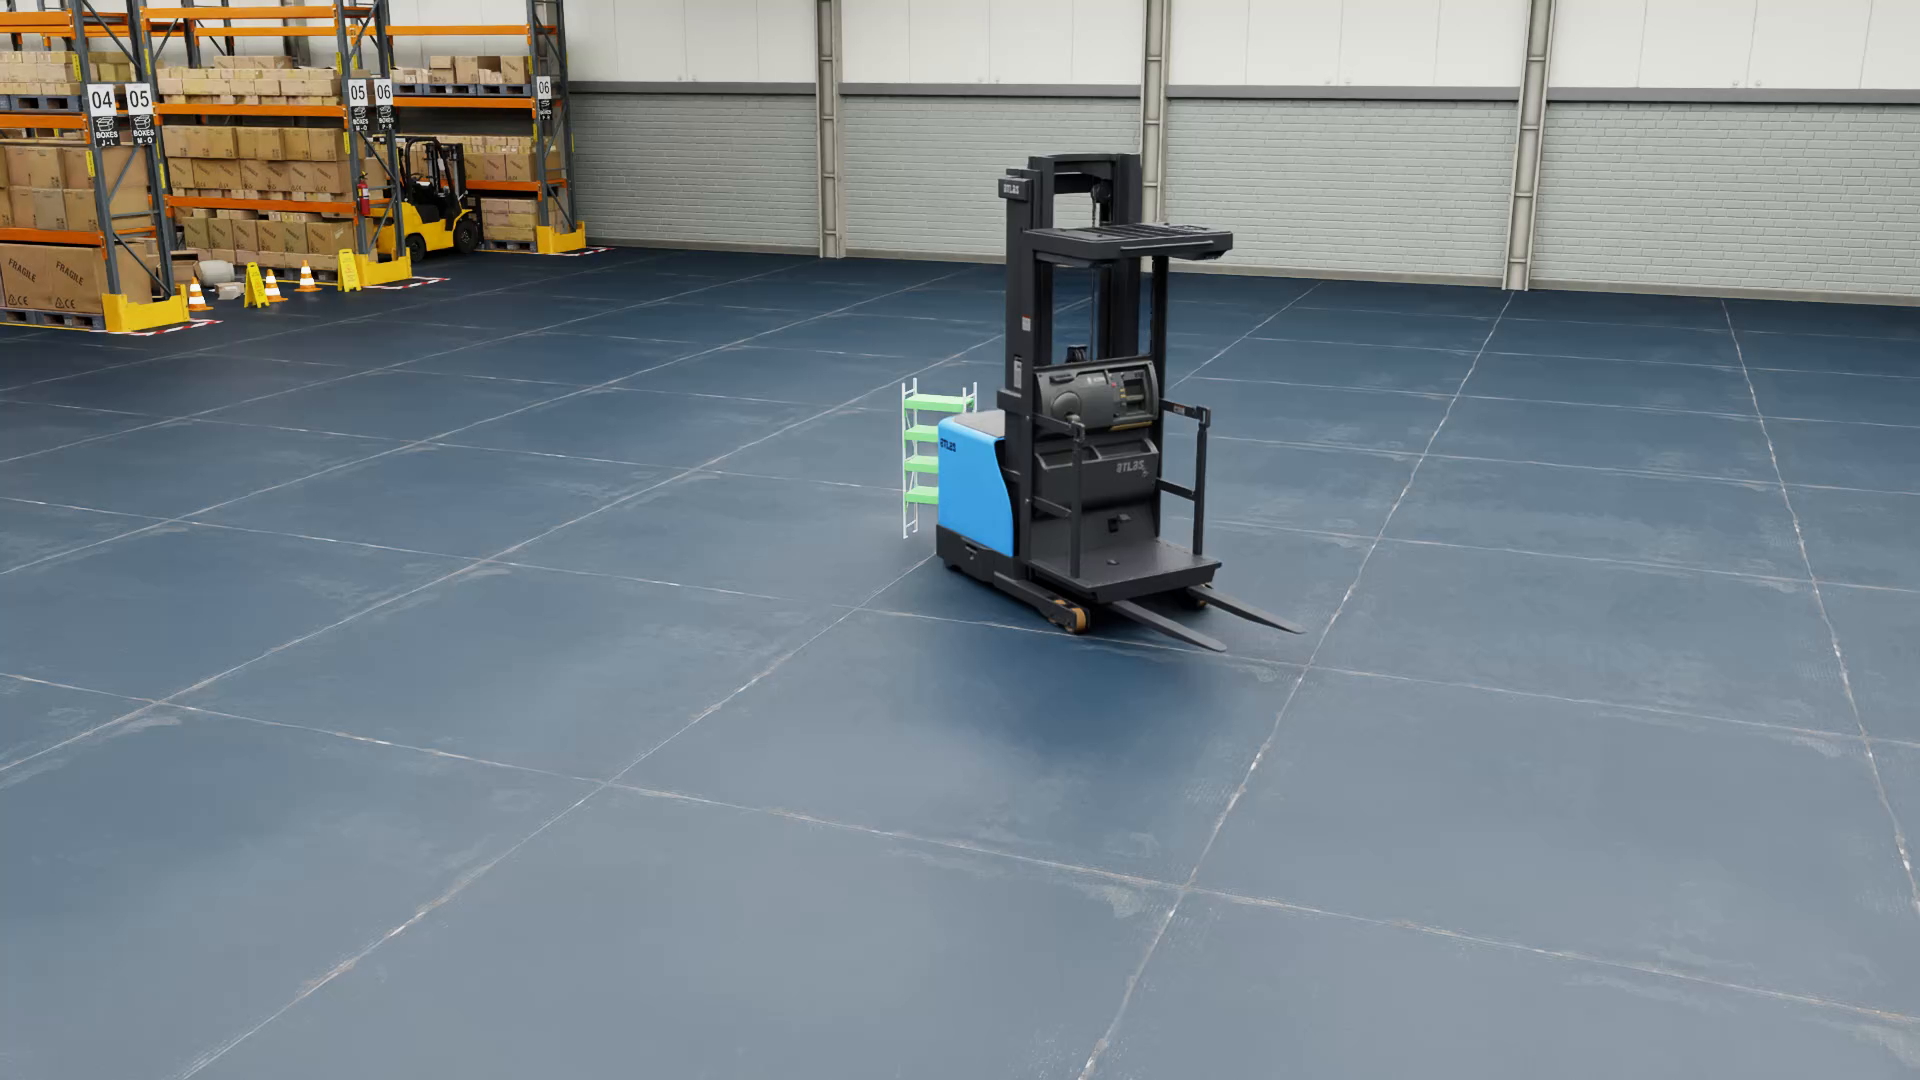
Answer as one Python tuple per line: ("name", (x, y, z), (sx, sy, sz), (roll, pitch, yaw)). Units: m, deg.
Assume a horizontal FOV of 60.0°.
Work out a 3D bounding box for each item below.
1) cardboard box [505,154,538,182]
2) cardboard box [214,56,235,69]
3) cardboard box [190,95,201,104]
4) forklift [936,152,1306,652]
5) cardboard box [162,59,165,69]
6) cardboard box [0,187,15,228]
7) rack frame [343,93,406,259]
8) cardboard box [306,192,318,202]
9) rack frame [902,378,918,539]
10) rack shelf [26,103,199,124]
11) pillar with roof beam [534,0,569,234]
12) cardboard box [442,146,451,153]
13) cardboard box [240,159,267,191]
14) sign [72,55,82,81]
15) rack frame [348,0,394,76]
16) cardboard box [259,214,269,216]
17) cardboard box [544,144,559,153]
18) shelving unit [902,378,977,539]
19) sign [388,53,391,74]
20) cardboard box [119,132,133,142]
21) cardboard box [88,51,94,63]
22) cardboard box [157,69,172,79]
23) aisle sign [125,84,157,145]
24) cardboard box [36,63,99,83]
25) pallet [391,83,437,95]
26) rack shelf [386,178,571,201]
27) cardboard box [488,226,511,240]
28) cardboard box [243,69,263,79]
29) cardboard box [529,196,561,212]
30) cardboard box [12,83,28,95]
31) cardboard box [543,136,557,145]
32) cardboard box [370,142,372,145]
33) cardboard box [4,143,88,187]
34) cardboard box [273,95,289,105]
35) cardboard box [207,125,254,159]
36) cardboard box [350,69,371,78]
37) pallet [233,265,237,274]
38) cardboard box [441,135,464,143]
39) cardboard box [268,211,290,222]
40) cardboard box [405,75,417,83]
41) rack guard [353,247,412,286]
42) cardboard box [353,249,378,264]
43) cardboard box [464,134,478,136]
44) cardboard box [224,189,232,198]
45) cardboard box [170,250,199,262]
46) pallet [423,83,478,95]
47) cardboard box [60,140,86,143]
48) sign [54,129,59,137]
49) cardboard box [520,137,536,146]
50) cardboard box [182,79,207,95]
("cardboard box", (-8.158, -6.996, 31.212), (0.500, 0.500, 0.500), (6, 17, 19))
("cardboard box", (-14.462, -9.385, 33.129), (0.500, 0.500, 0.500), (6, 17, 21))
("cardboard box", (-12.449, -7.274, 27.418), (0.250, 0.149, 0.380), (6, 17, 21))
("forklift", (1.017, -0.958, 10.717), (1.130, 2.935, 3.031), (-10, 19, -30))
("cardboard box", (-14.007, -8.110, 28.466), (0.500, 0.250, 0.500), (6, 17, 19))
("cardboard box", (-13.009, -4.666, 23.097), (0.500, 0.550, 0.875), (6, 17, 21))
("rack frame", (-9.422, -5.678, 26.852), (0.127, 3.000, 1.000), (6, 17, 21))
("cardboard box", (-10.355, -5.569, 26.927), (0.250, 0.149, 0.380), (6, 17, 20))
("rack frame", (-0.381, -0.618, 12.651), (0.015, 1.200, 0.240), (6, 17, 21))
("rack shelf", (-15.003, -7.387, 28.648), (4.000, 0.370, 1.077), (6, 17, 21))
("pillar with roof beam", (-9.501, -9.035, 27.656), (0.400, 9.000, 9.100), (6, 17, 21))
("cardboard box", (-9.694, -7.470, 31.683), (0.250, 0.149, 0.380), (6, 17, 19))
("cardboard box", (-11.421, -6.014, 27.297), (0.500, 0.500, 0.500), (6, 17, 21))
("sign", (-11.356, -6.072, 21.384), (0.005, 0.325, 0.100), (6, 17, 21))
("rack frame", (-11.325, -10.256, 31.861), (0.127, 3.000, 1.000), (6, 17, 21))
("cardboard box", (-12.020, -5.286, 28.335), (0.500, 0.500, 0.500), (7, 17, 22))
("cardboard box", (-7.825, -7.427, 31.534), (0.250, 0.149, 0.380), (6, 17, 19))
("shelving unit", (-0.154, -0.593, 12.565), (0.503, 1.200, 0.258), (6, 17, 21))
("sign", (-9.223, -7.679, 26.797), (0.005, 0.325, 0.100), (6, 17, 21))
("cardboard box", (-14.301, -6.847, 28.249), (0.250, 0.149, 0.380), (6, 17, 19))
("cardboard box", (-11.571, -6.479, 22.318), (0.250, 0.149, 0.380), (6, 17, 21))
("cardboard box", (-12.970, -7.673, 27.364), (0.250, 0.149, 0.380), (6, 17, 20))
("aisle sign", (-10.968, -5.703, 22.275), (0.004, 0.787, 0.394), (6, 17, 21))
("cardboard box", (-11.702, -6.122, 21.806), (0.500, 0.250, 0.500), (7, 17, 21))
("pallet", (-10.522, -8.692, 32.014), (1.213, 0.211, 1.003), (6, 17, 21))
("rack shelf", (-9.465, -6.825, 32.093), (4.000, 0.370, 1.077), (6, 17, 21))
("cardboard box", (-8.616, -5.866, 31.679), (0.500, 0.250, 0.500), (6, 17, 21))
("cardboard box", (-11.284, -7.487, 26.723), (0.250, 0.149, 0.380), (7, 18, 22))
("cardboard box", (-7.982, -6.425, 31.811), (0.500, 0.250, 0.500), (6, 17, 20))
("cardboard box", (-12.286, -5.978, 22.022), (0.250, 0.149, 0.380), (6, 17, 21))
("cardboard box", (-7.838, -7.558, 31.451), (0.250, 0.149, 0.380), (6, 17, 20))
("cardboard box", (-11.724, -7.712, 32.515), (0.250, 0.149, 0.380), (7, 18, 23))
("cardboard box", (-12.492, -5.147, 22.818), (0.550, 0.550, 0.875), (6, 17, 21))
("cardboard box", (-10.795, -7.071, 26.721), (0.250, 0.149, 0.380), (6, 17, 20))
("cardboard box", (-11.889, -6.541, 27.317), (0.500, 0.500, 0.700), (6, 17, 19))
("cardboard box", (-9.678, -7.470, 26.665), (0.250, 0.149, 0.380), (6, 17, 20))
("pallet", (-12.505, -4.689, 28.445), (1.213, 0.211, 1.003), (6, 17, 21))
("cardboard box", (-9.672, -7.636, 31.719), (0.250, 0.149, 0.380), (6, 17, 21))
("cardboard box", (-11.106, -5.319, 27.286), (0.250, 0.149, 0.380), (7, 18, 23))
("cardboard box", (-10.304, -8.741, 31.541), (0.250, 0.149, 0.380), (7, 18, 22))
("rack guard", (-9.493, -4.485, 27.227), (0.348, 0.500, 1.175), (6, 17, 21))
("cardboard box", (-10.071, -4.713, 27.708), (0.500, 0.250, 0.500), (6, 17, 20))
("cardboard box", (-9.514, -7.750, 32.111), (0.250, 0.149, 0.380), (7, 18, 22))
("cardboard box", (-11.979, -5.766, 27.606), (0.250, 0.149, 0.380), (6, 17, 20))
("cardboard box", (-12.645, -4.425, 27.016), (0.500, 0.500, 0.500), (-9, 18, -27))
("pallet", (-9.391, -8.567, 31.582), (1.213, 0.211, 1.003), (6, 17, 21))
("cardboard box", (-15.084, -6.626, 28.650), (0.500, 0.500, 0.500), (6, 17, 19))
("sign", (-18.959, -8.468, 34.908), (0.005, 0.325, 0.100), (6, 17, 21))
("cardboard box", (-8.015, -7.450, 31.080), (0.250, 0.149, 0.380), (6, 17, 21))
("cardboard box", (-12.351, -7.432, 27.249), (0.500, 0.250, 0.500), (6, 17, 20))
